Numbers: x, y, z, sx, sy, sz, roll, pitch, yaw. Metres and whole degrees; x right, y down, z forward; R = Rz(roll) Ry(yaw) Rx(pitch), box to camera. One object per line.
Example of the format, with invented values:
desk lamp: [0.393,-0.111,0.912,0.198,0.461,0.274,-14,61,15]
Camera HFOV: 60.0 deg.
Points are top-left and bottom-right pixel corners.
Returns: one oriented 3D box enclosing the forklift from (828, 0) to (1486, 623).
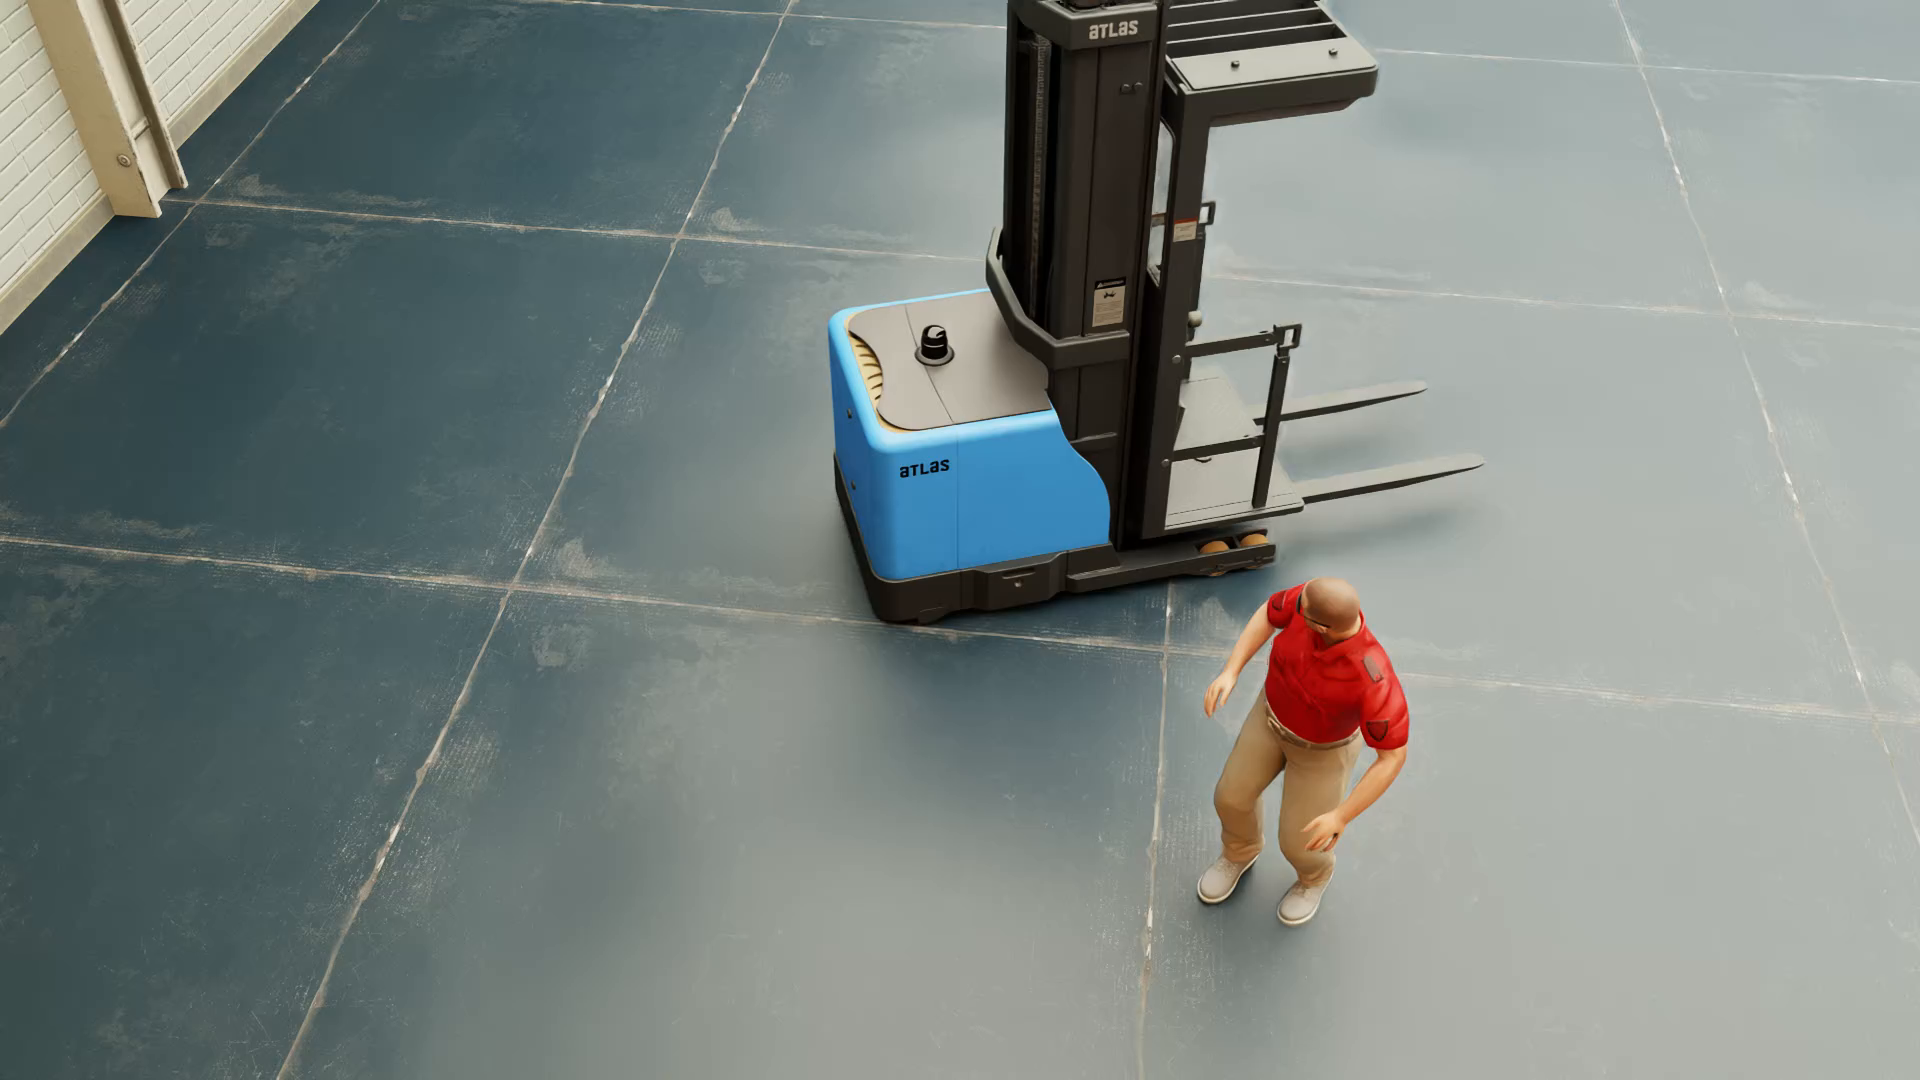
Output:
forklift: [0.971,-1.249,7.084,3.031,2.935,1.130,-10,43,-11]

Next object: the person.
person: [1.206,0.741,5.864,0.518,1.681,0.763,-27,49,-26]
